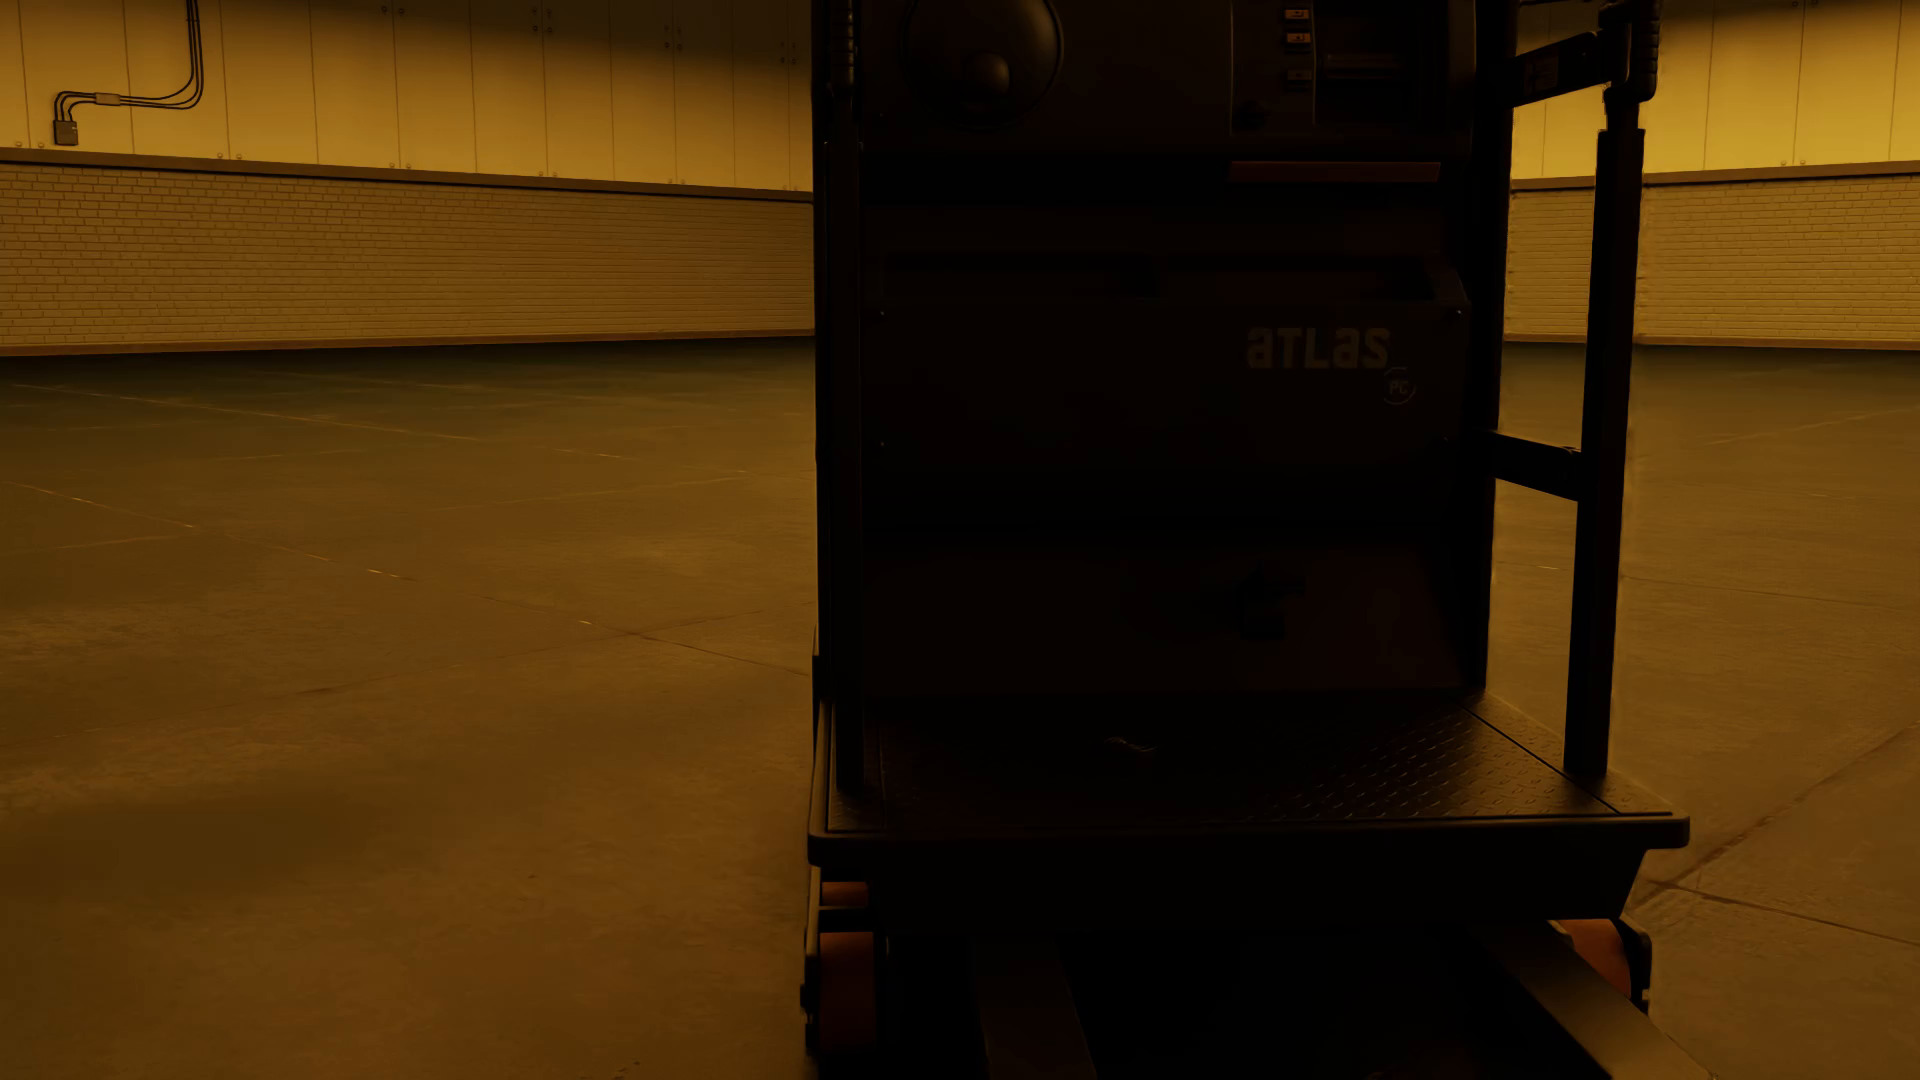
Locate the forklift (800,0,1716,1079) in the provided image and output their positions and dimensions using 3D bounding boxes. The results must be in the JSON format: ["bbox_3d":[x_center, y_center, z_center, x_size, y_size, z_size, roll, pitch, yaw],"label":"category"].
[{"bbox_3d":[0.331,-0.818,2.307,1.130,2.935,3.031,-1,9,-4],"label":"forklift"}]
